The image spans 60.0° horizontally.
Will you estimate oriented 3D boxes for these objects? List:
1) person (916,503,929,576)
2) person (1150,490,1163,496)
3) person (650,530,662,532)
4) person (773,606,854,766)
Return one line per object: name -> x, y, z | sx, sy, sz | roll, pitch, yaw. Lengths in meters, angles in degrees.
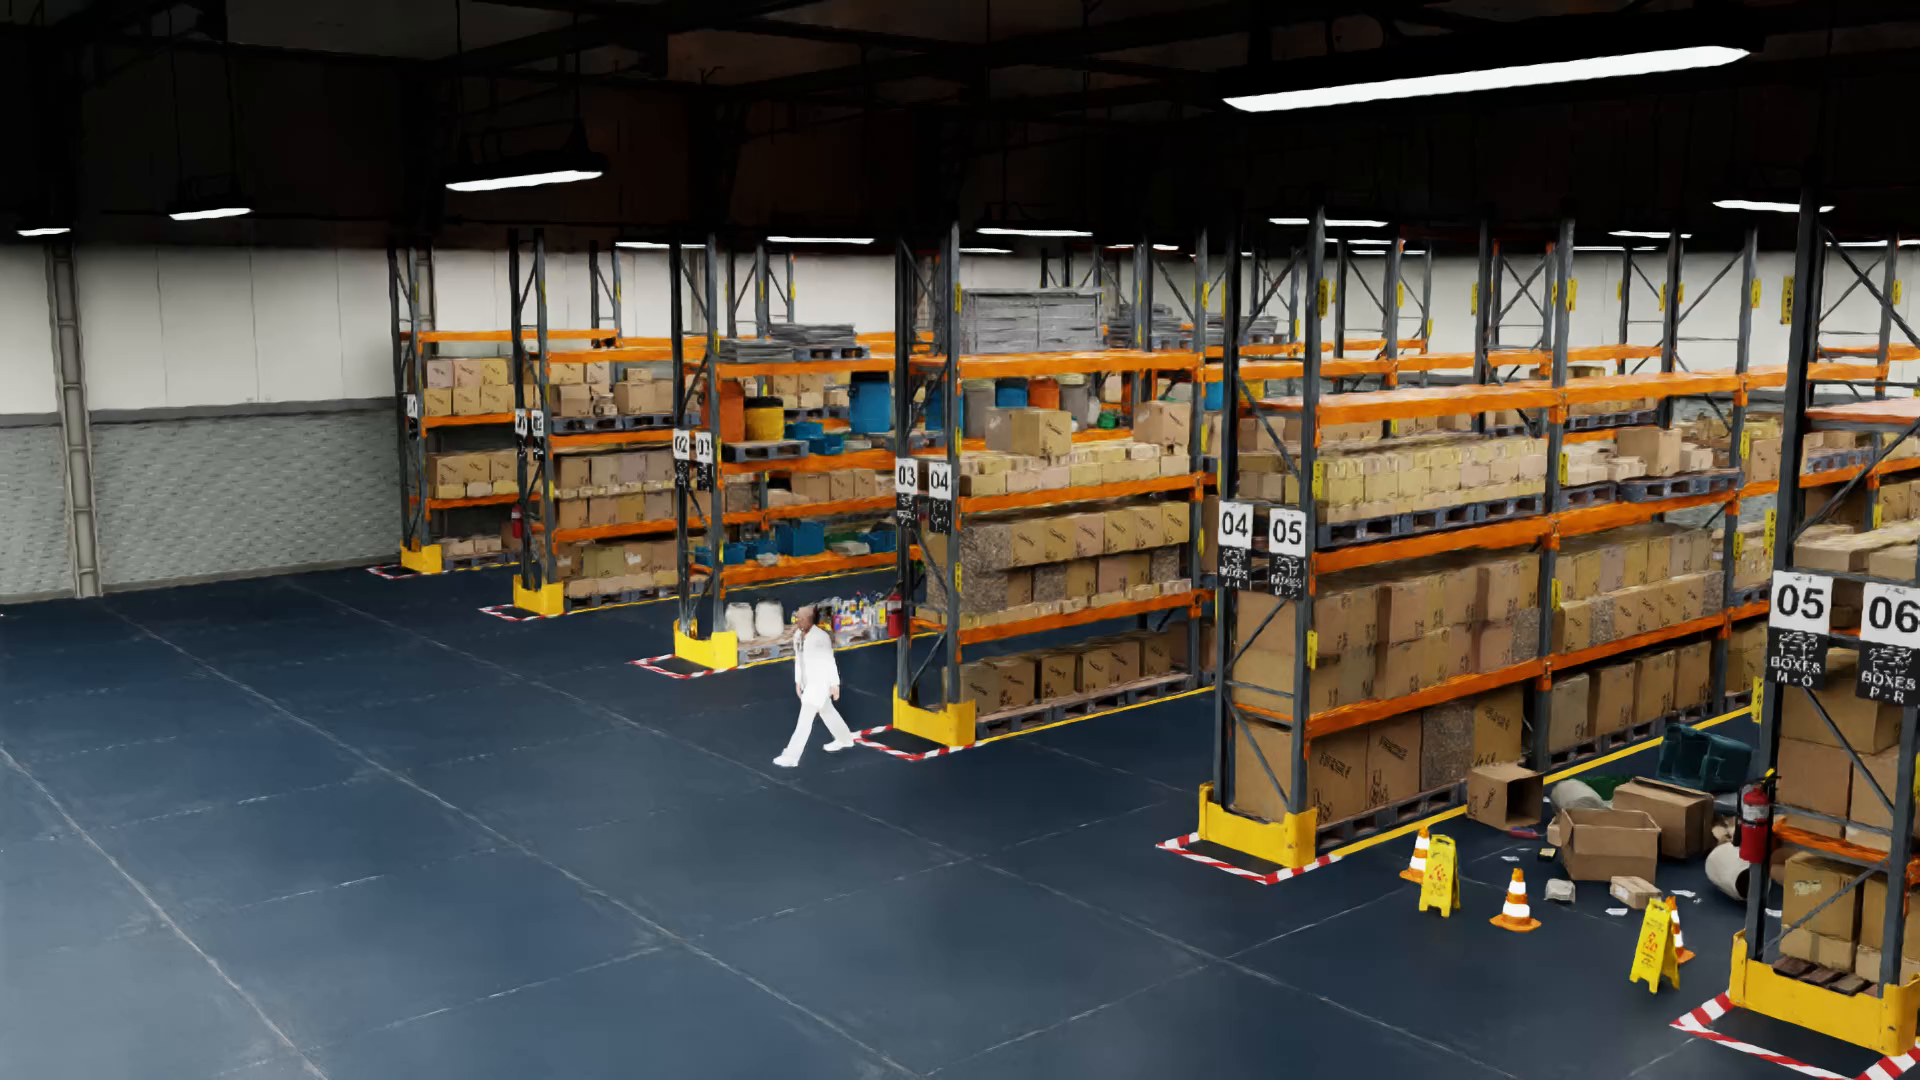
person -> -0.529, -0.284, 29.639 | 0.450, 1.789, 0.605 | 3, 9, 19
person -> 3.691, -0.364, 30.579 | 0.578, 1.713, 0.719 | -8, 12, -41
person -> -5.724, -0.557, 31.789 | 0.454, 1.679, 0.538 | 4, 10, 24
person -> -1.625, 1.640, 18.090 | 1.194, 1.508, 0.598 | -7, 11, -37
